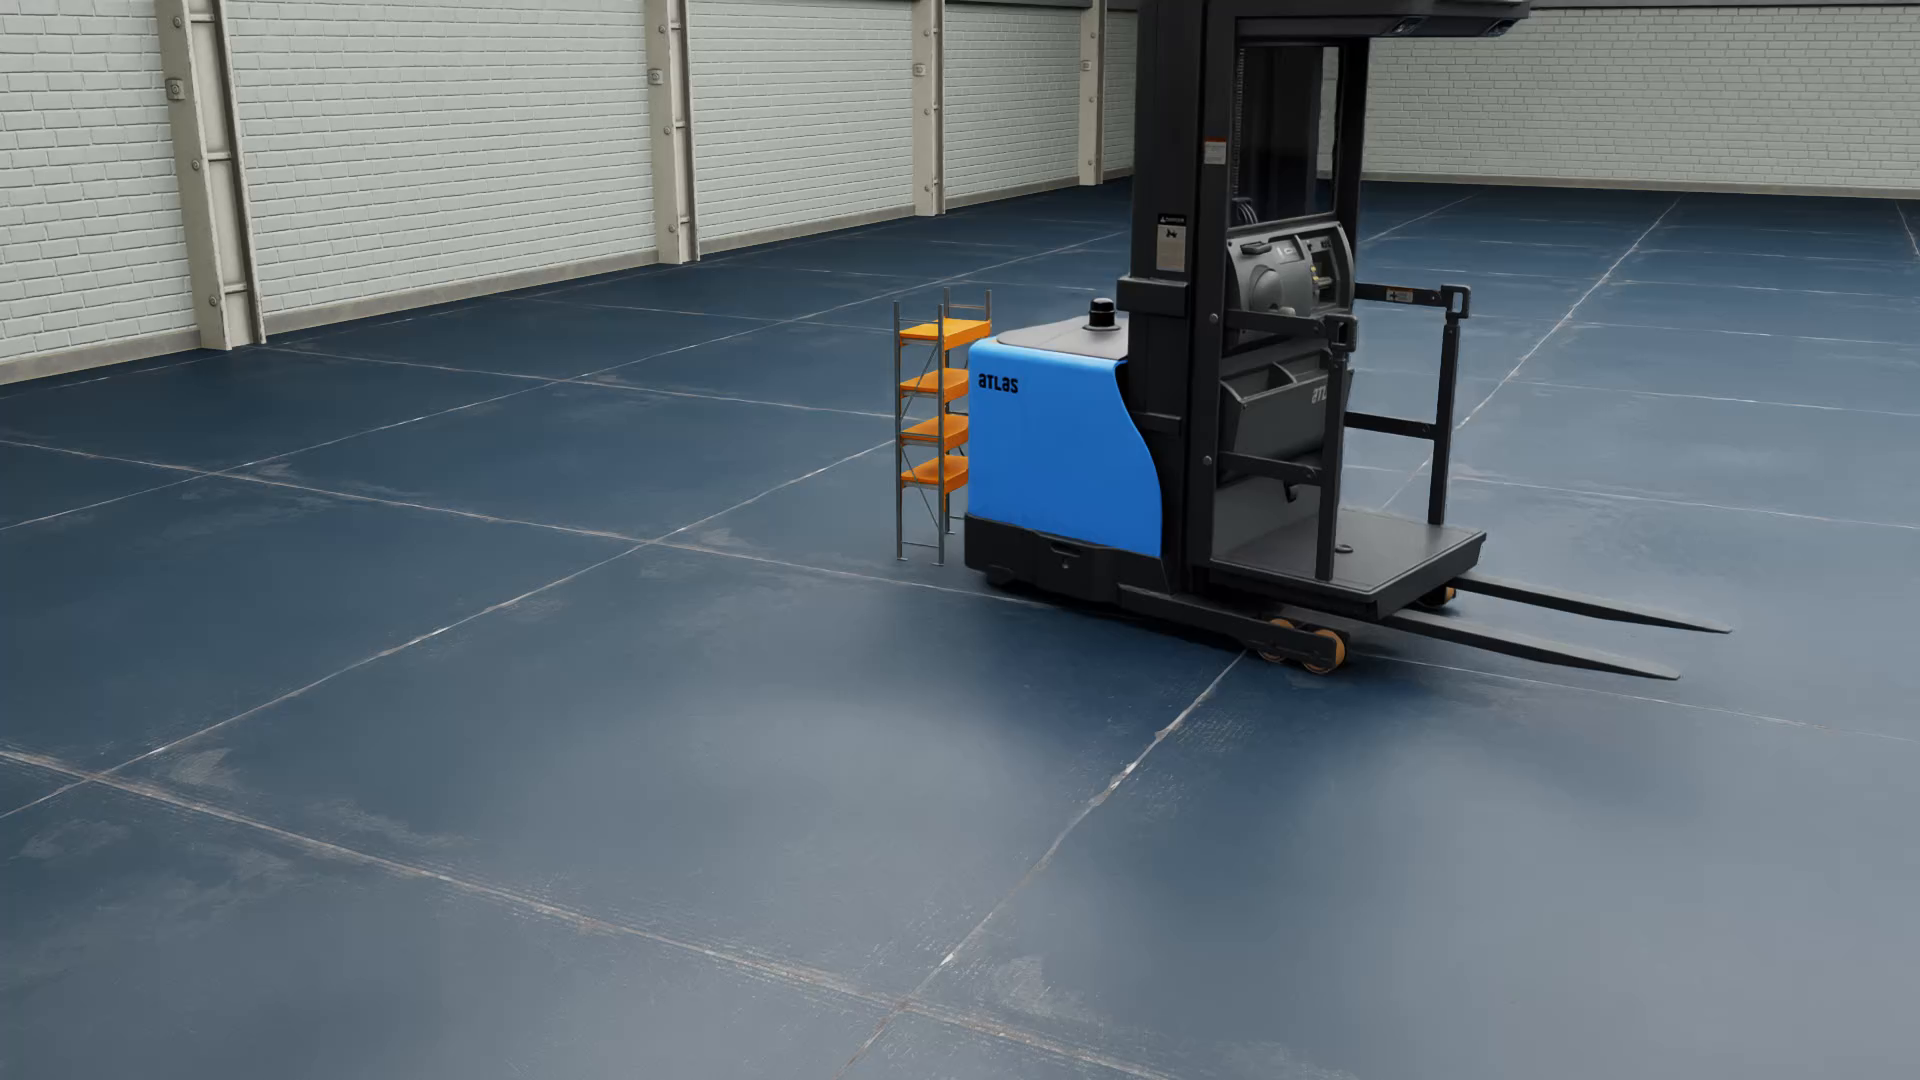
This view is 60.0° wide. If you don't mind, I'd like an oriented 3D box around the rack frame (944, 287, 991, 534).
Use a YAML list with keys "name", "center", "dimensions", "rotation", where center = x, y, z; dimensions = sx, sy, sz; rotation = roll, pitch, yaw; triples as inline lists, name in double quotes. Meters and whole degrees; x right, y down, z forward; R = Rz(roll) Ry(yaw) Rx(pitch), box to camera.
- name: "rack frame"
  center: [0.035, -0.595, 7.921]
  dimensions: [0.240, 1.200, 0.015]
  rotation: [8, 18, 25]

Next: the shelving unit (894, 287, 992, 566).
- name: "shelving unit"
  center: [-0.074, -0.533, 7.712]
  dimensions: [0.258, 1.200, 0.503]
  rotation: [8, 18, 25]

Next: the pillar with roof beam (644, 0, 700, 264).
- name: "pillar with roof beam"
  center: [0.736, -6.850, 15.282]
  dimensions: [9.100, 9.000, 0.400]
  rotation: [8, 18, 25]

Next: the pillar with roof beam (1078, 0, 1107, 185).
- name: "pillar with roof beam"
  center: [6.098, -9.906, 25.573]
  dimensions: [9.100, 9.000, 0.400]
  rotation: [8, 18, 25]

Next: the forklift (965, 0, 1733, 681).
- name: "forklift"
  center: [1.478, -1.066, 6.467]
  dimensions: [3.031, 2.935, 1.130]
  rotation: [13, 21, 38]

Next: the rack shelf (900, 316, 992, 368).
- name: "rack shelf"
  center: [-0.074, -0.910, 7.600]
  dimensions: [0.258, 0.148, 0.480]
  rotation: [8, 18, 25]

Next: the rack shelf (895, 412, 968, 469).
- name: "rack shelf"
  center: [-0.074, -0.469, 7.731]
  dimensions: [0.258, 0.148, 0.480]
  rotation: [8, 18, 25]

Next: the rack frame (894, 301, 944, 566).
- name: "rack frame"
  center: [-0.183, -0.471, 7.502]
  dimensions: [0.240, 1.200, 0.015]
  rotation: [8, 18, 25]

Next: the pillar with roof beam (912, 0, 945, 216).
- name: "pillar with roof beam"
  center: [3.417, -8.378, 20.427]
  dimensions: [9.100, 9.000, 0.400]
  rotation: [8, 18, 25]

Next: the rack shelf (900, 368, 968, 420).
- name: "rack shelf"
  center: [-0.074, -0.683, 7.667]
  dimensions: [0.258, 0.148, 0.480]
  rotation: [8, 18, 25]

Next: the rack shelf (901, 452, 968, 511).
- name: "rack shelf"
  center: [-0.074, -0.278, 7.787]
  dimensions: [0.258, 0.148, 0.480]
  rotation: [8, 18, 25]

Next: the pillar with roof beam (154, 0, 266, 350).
- name: "pillar with roof beam"
  center: [-1.945, -5.322, 10.136]
  dimensions: [9.100, 9.000, 0.400]
  rotation: [8, 18, 25]
